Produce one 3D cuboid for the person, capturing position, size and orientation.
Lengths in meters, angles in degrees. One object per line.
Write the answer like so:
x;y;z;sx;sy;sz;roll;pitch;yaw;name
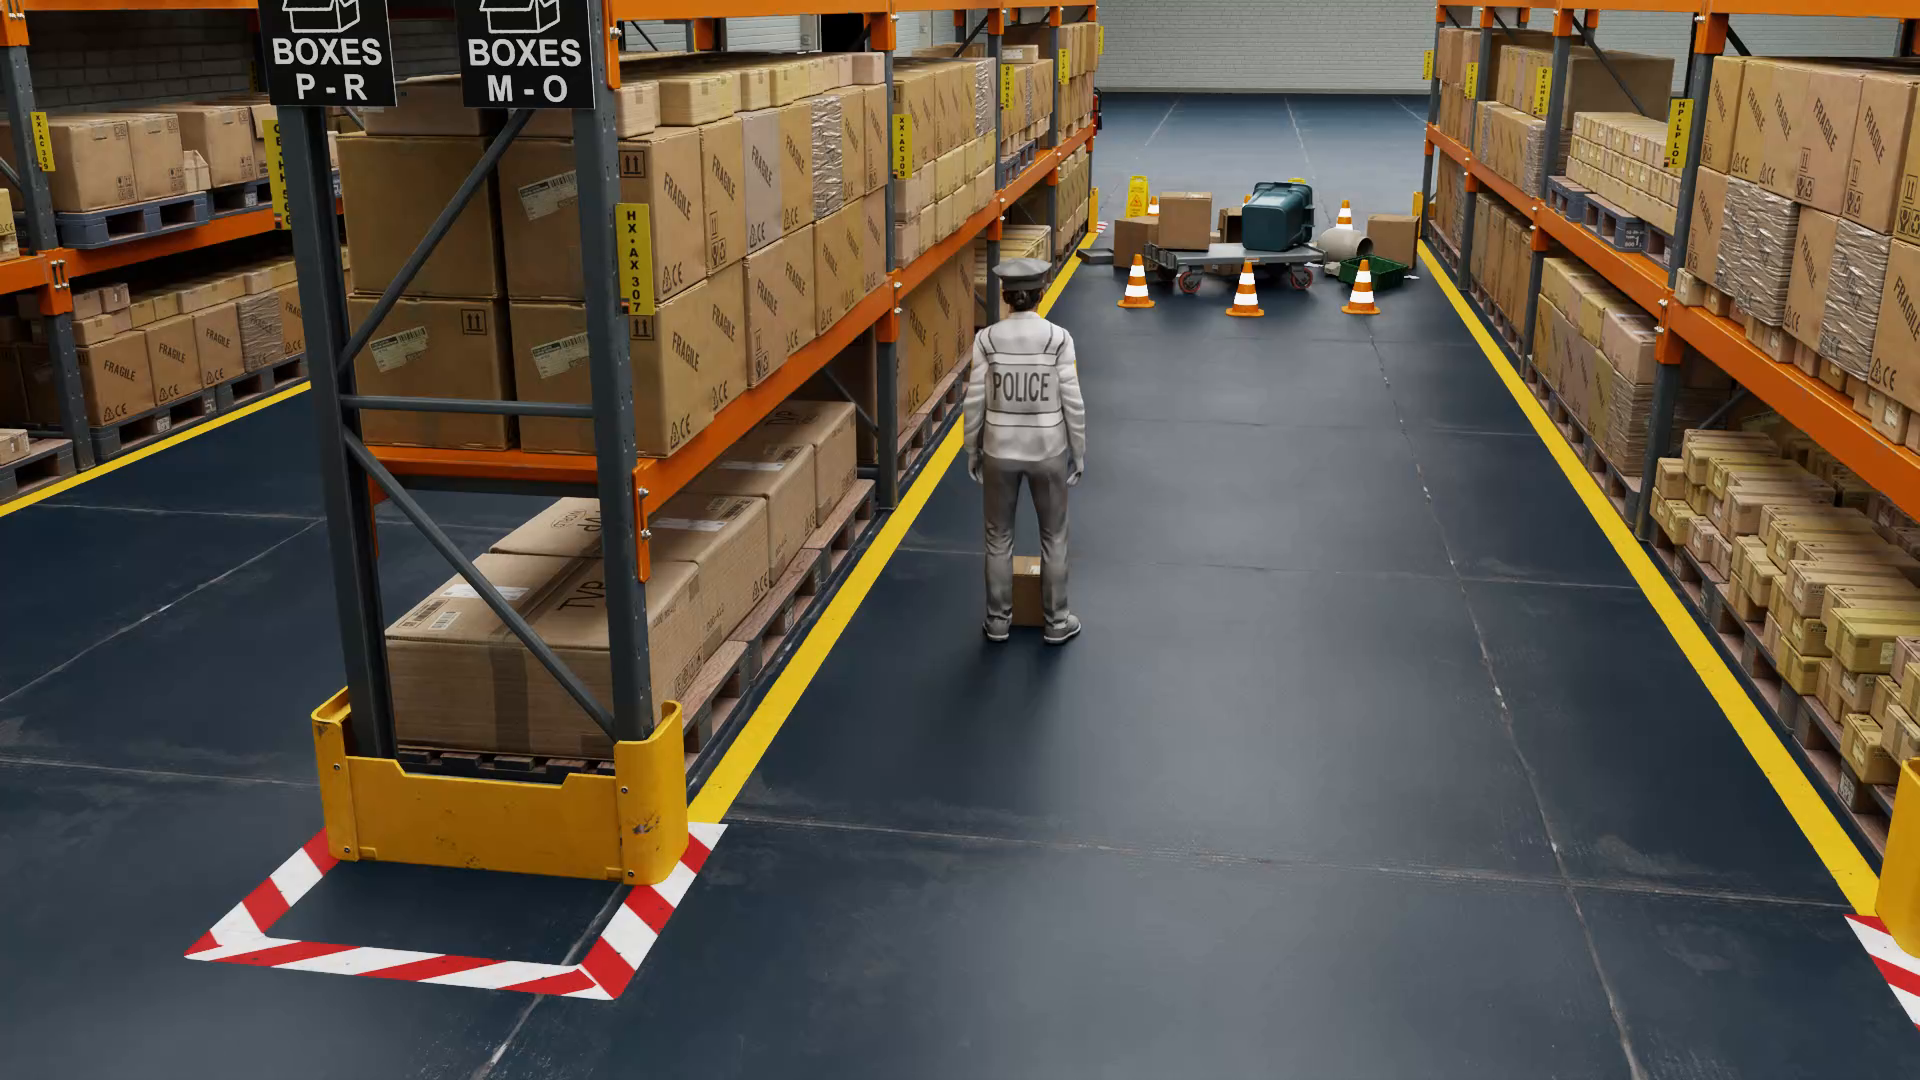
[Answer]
0.276;-0.363;7.164;0.528;1.663;0.372;2;18;7;person
